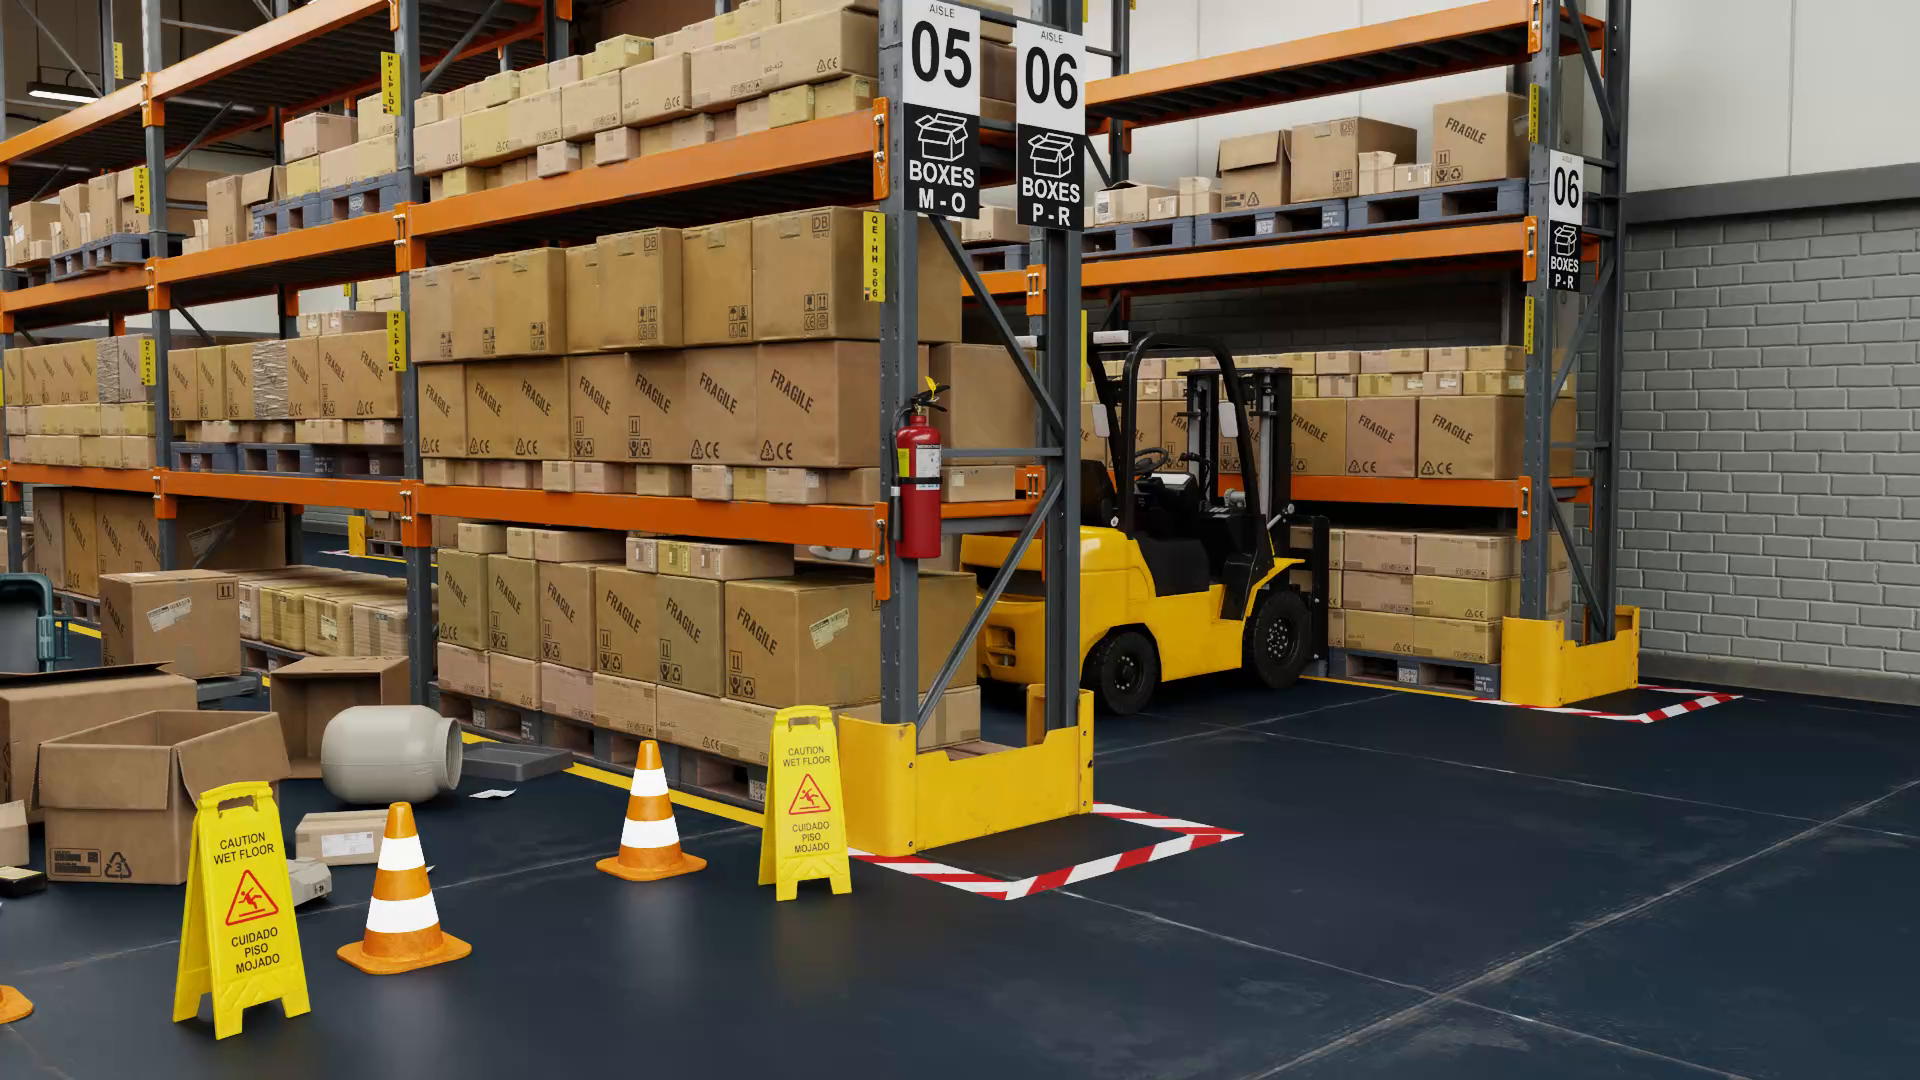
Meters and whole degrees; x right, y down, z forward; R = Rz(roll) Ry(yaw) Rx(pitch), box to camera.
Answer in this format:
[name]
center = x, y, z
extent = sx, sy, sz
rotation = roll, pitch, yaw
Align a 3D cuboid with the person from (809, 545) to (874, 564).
[person]
center = -0.754, -0.109, 12.227
extent = 0.770, 1.751, 0.652
rotation = 3, 5, 39
